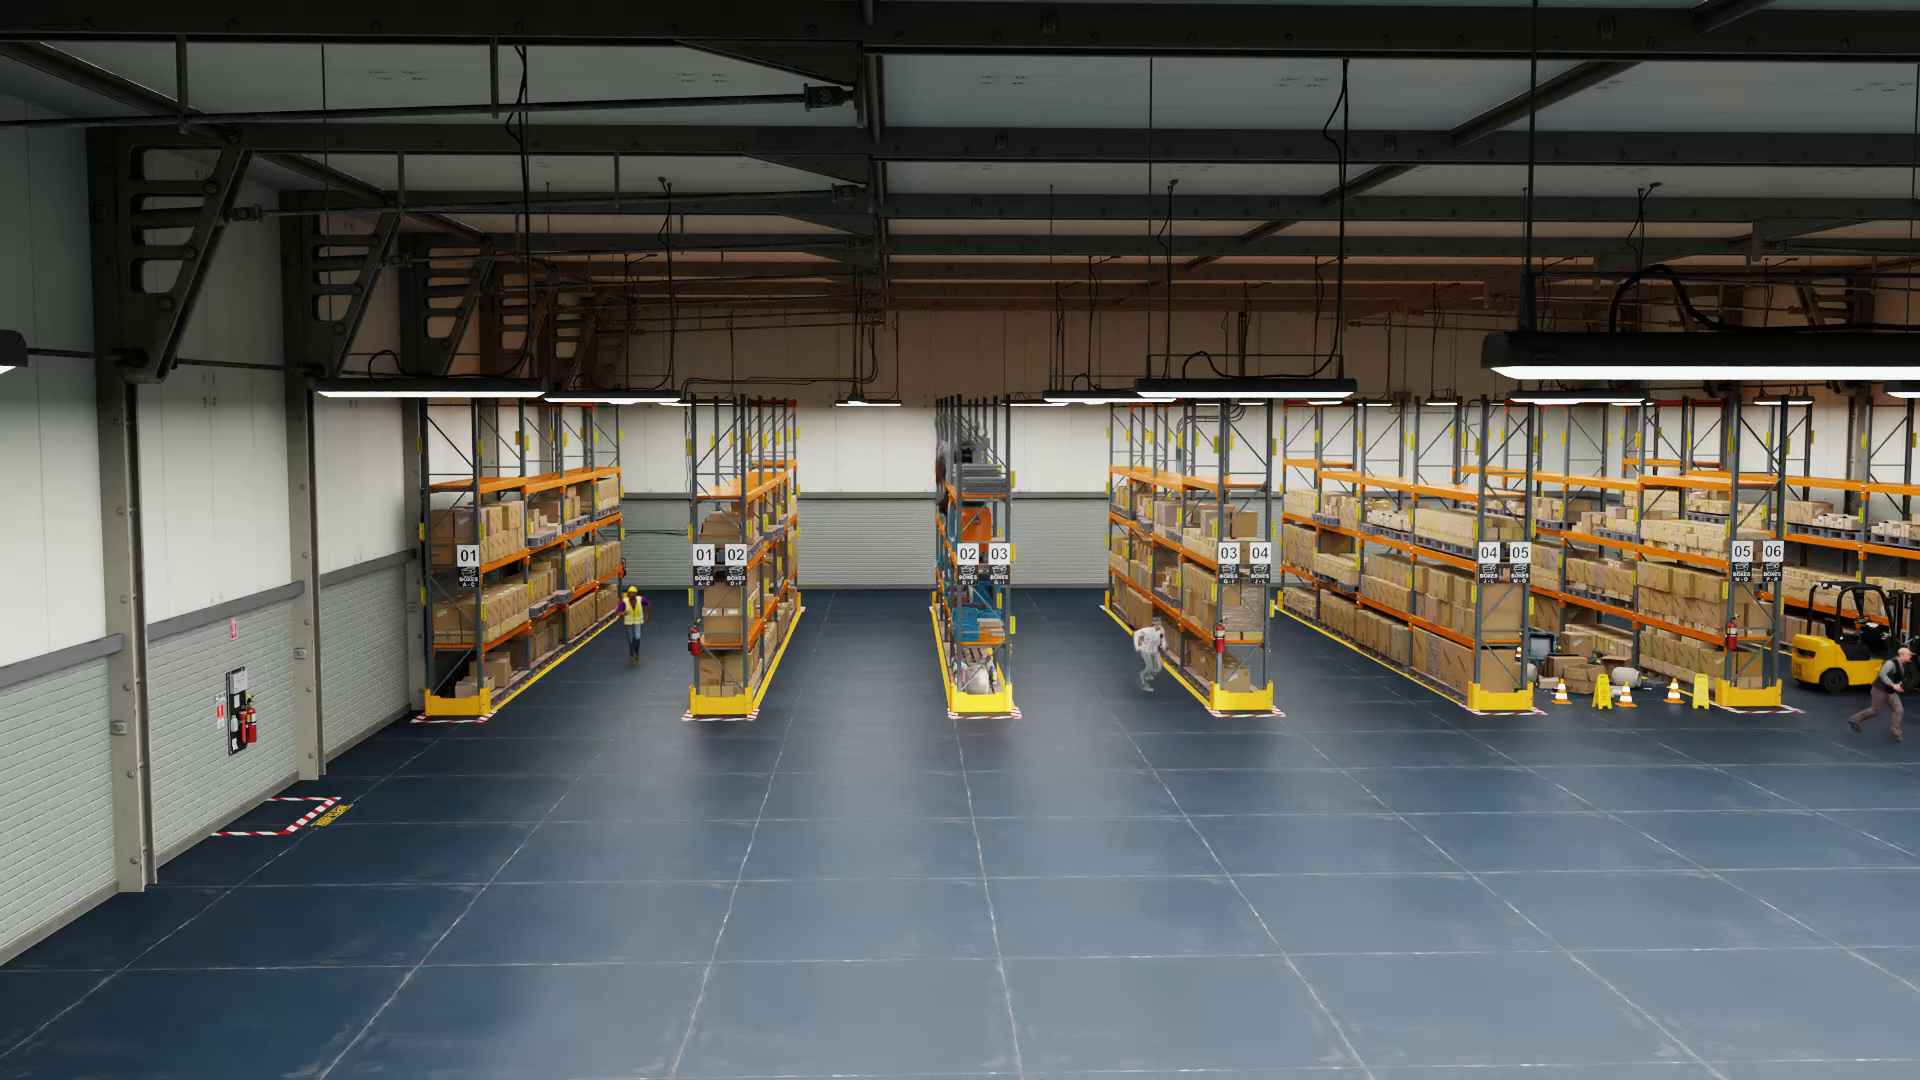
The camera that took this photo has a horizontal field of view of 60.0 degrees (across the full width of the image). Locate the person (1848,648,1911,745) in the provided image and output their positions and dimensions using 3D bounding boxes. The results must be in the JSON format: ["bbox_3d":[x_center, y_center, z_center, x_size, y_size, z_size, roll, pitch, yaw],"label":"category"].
[{"bbox_3d":[15.942,2.655,28.805,0.696,1.680,1.008,-4,6,-38],"label":"person"}]

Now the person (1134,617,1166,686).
[{"bbox_3d":[3.814,2.249,33.326,0.641,1.450,0.753,-2,5,-23],"label":"person"}]

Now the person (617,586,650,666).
[{"bbox_3d":[-7.314,1.918,37.293,0.727,1.793,0.840,-1,5,-12],"label":"person"}]
